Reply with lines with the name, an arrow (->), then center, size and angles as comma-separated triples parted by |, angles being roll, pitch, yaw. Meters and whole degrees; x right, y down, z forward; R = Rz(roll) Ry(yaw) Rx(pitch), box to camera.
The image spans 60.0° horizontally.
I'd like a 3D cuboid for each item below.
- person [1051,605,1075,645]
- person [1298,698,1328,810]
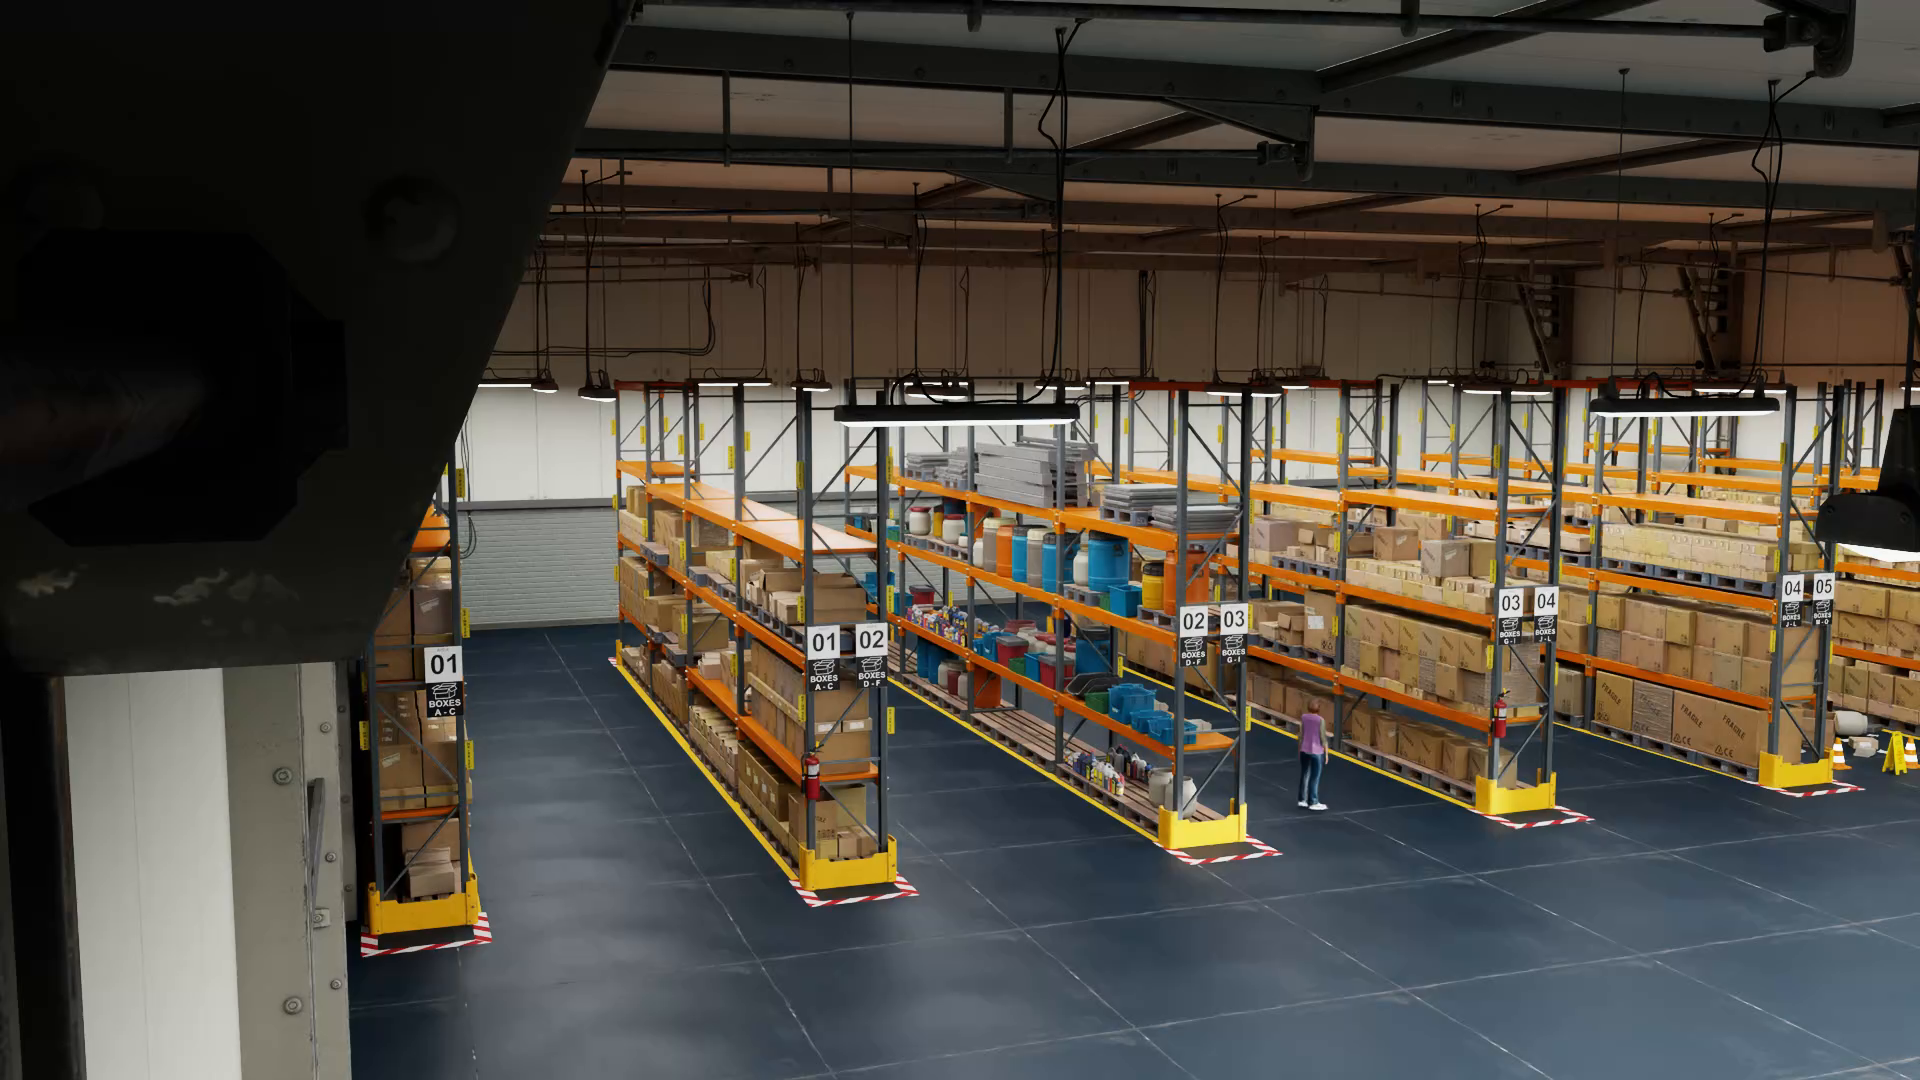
person -> 2.196, 1.802, 35.299 | 0.458, 1.589, 0.951 | -2, 6, -15
person -> 5.022, 3.069, 23.680 | 0.324, 1.661, 0.480 | -6, 8, -44
